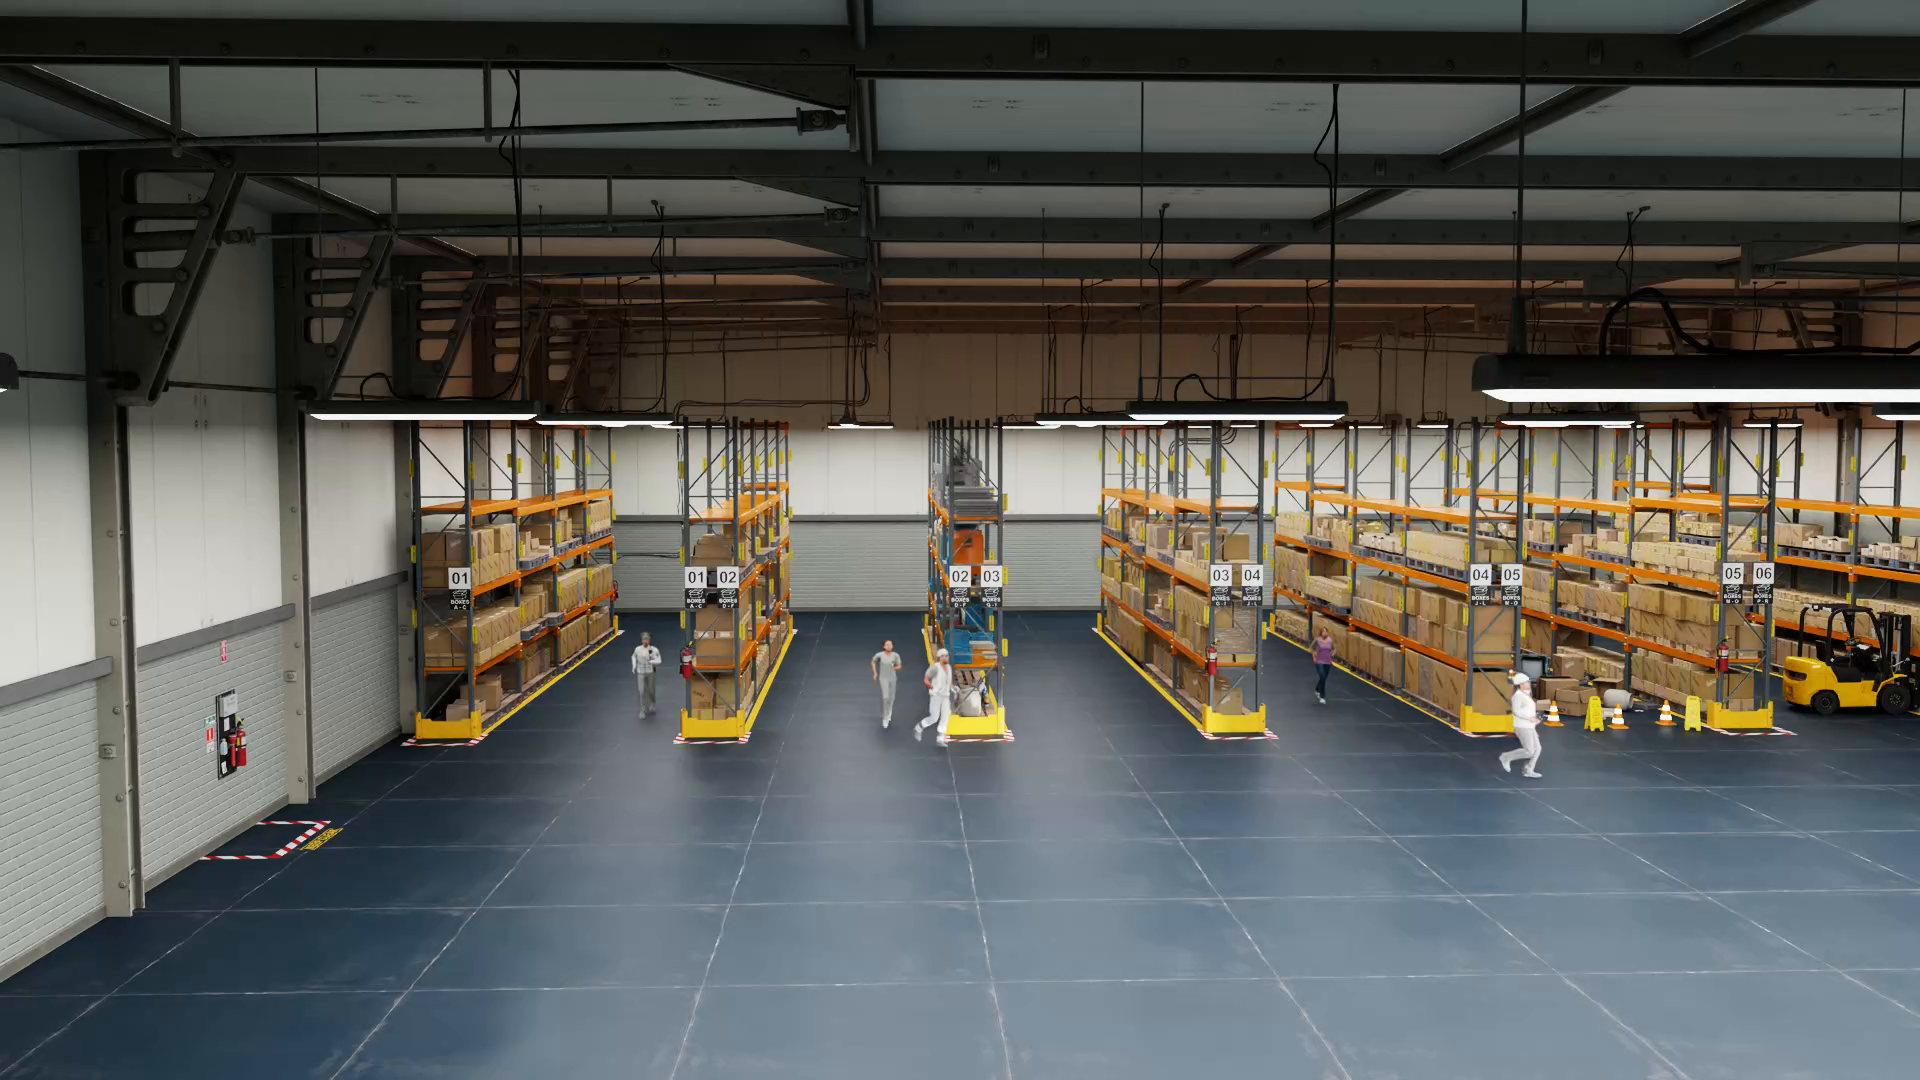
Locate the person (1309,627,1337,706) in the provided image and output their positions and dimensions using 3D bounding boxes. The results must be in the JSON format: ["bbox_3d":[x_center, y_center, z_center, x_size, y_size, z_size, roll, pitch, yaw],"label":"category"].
[{"bbox_3d":[7.667,2.628,35.114,0.533,1.630,0.736,-1,4,-10],"label":"person"}]

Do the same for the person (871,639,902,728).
[{"bbox_3d":[-1.415,2.776,32.376,0.531,1.720,0.738,-1,4,-17],"label":"person"}]

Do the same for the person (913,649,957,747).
[{"bbox_3d":[-0.369,2.860,30.413,0.806,1.751,0.722,4,5,44],"label":"person"}]

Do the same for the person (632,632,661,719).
[{"bbox_3d":[-6.292,2.680,33.341,0.613,1.678,0.915,0,4,-4],"label":"person"}]

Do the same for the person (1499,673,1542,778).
[{"bbox_3d":[9.299,3.063,27.517,0.670,1.723,0.664,2,4,28],"label":"person"}]
